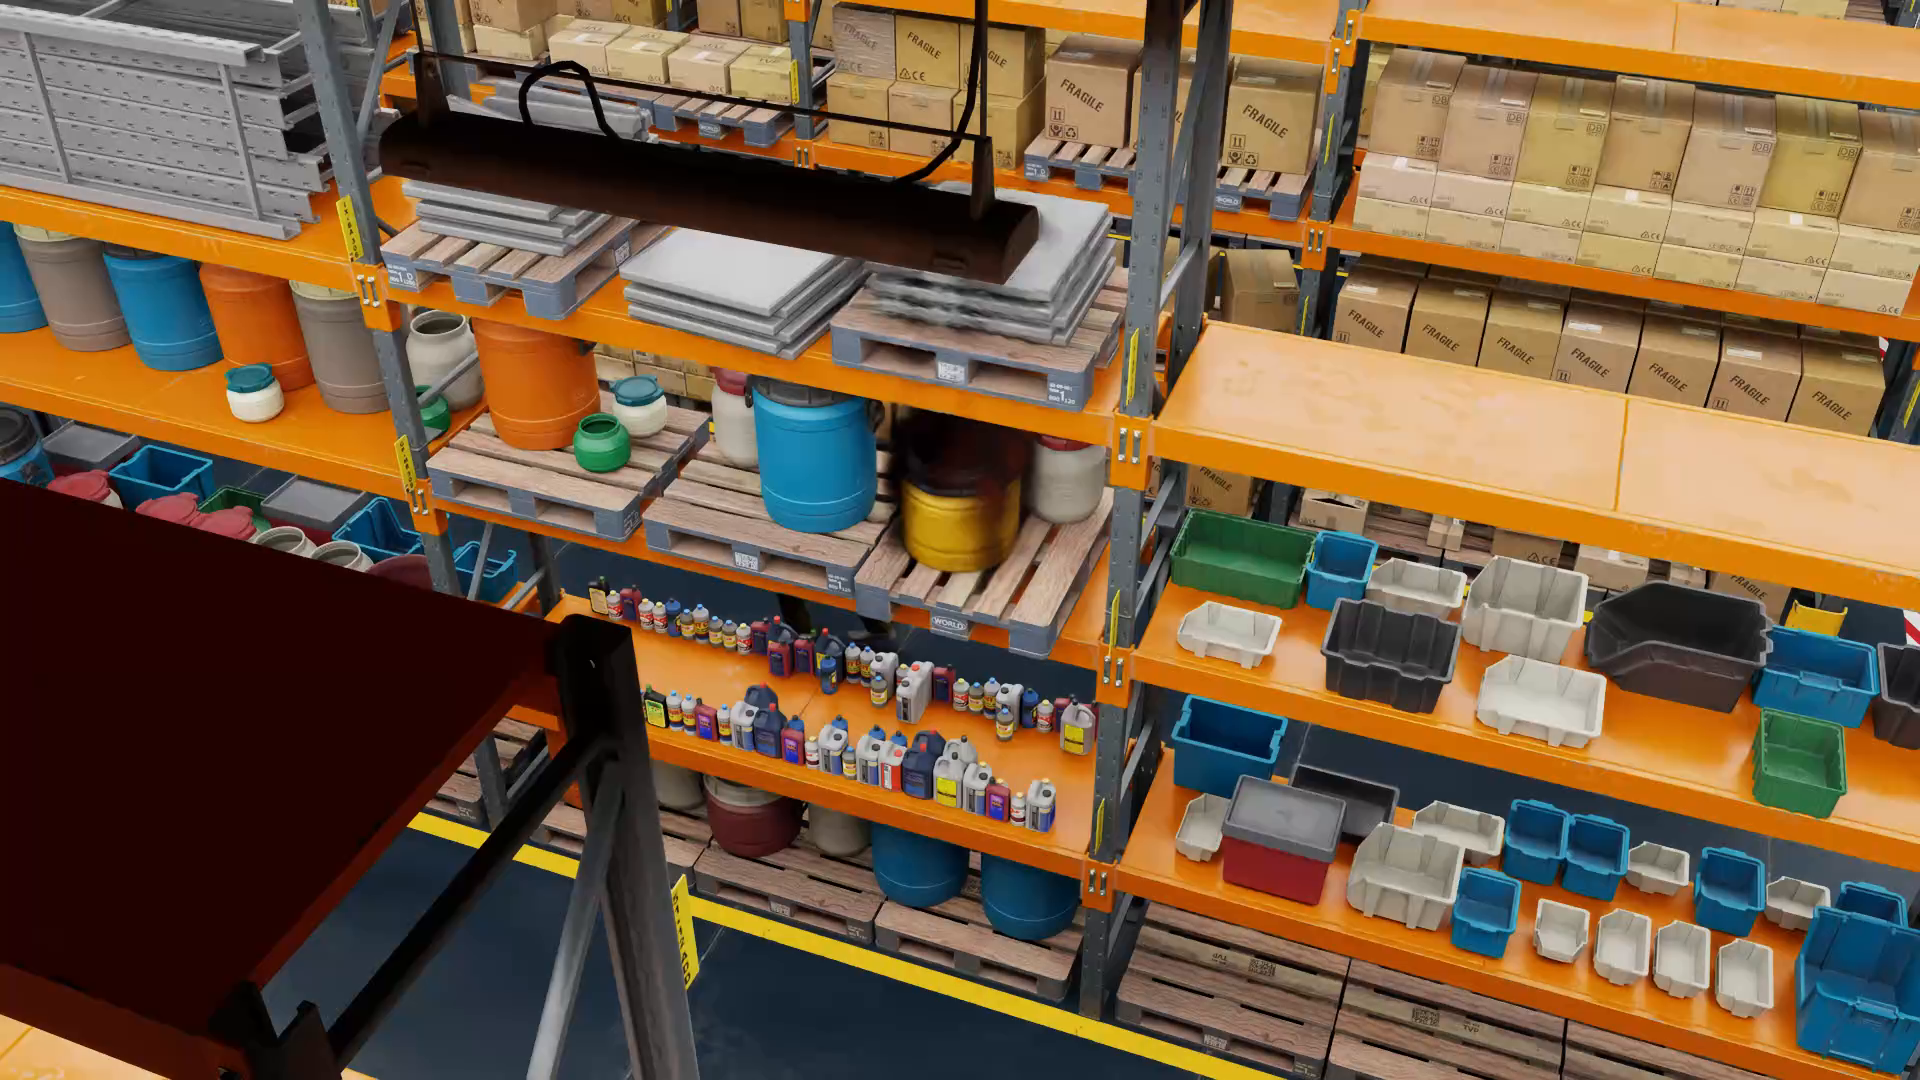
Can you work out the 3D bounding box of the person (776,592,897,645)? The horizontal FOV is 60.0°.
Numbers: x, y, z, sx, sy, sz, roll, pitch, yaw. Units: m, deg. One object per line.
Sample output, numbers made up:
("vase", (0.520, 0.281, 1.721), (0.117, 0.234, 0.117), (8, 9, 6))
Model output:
("person", (-0.990, 0.075, 11.832), (1.060, 1.760, 0.702), (9, 38, 12))
